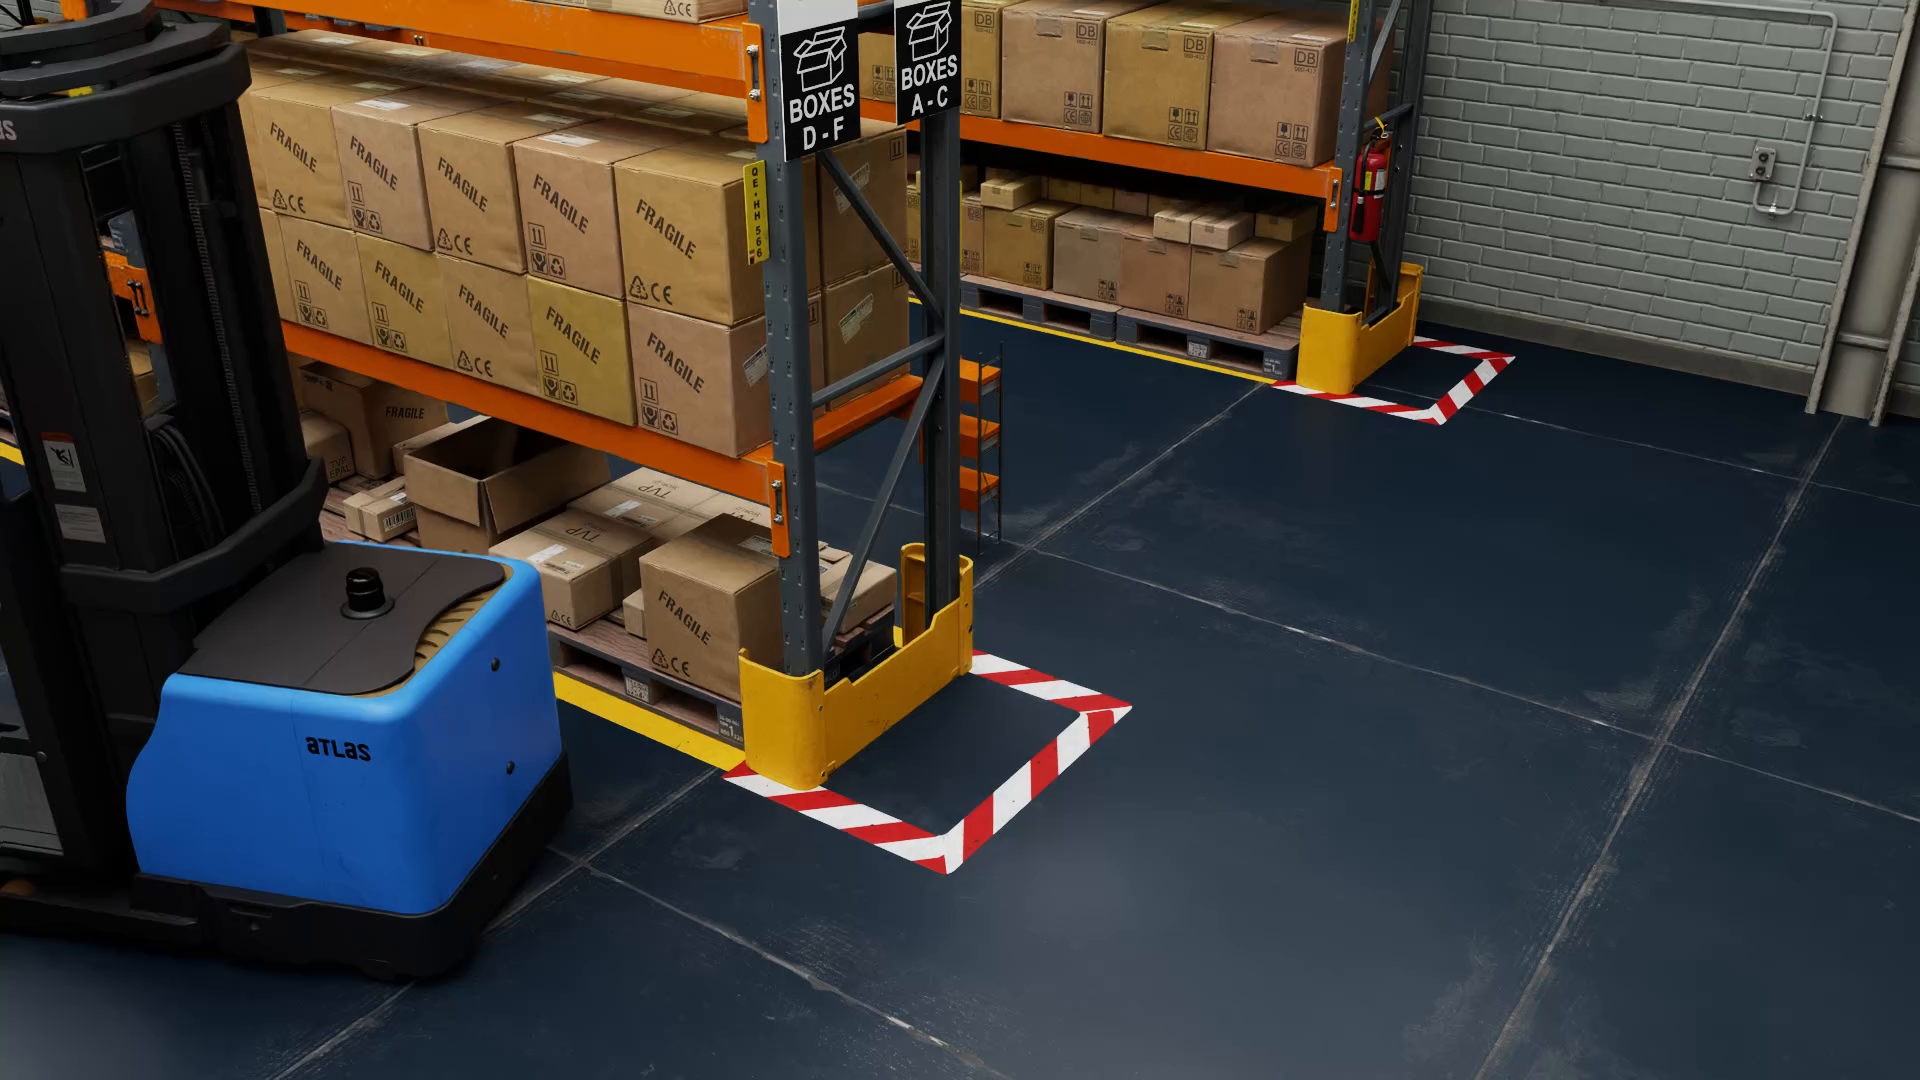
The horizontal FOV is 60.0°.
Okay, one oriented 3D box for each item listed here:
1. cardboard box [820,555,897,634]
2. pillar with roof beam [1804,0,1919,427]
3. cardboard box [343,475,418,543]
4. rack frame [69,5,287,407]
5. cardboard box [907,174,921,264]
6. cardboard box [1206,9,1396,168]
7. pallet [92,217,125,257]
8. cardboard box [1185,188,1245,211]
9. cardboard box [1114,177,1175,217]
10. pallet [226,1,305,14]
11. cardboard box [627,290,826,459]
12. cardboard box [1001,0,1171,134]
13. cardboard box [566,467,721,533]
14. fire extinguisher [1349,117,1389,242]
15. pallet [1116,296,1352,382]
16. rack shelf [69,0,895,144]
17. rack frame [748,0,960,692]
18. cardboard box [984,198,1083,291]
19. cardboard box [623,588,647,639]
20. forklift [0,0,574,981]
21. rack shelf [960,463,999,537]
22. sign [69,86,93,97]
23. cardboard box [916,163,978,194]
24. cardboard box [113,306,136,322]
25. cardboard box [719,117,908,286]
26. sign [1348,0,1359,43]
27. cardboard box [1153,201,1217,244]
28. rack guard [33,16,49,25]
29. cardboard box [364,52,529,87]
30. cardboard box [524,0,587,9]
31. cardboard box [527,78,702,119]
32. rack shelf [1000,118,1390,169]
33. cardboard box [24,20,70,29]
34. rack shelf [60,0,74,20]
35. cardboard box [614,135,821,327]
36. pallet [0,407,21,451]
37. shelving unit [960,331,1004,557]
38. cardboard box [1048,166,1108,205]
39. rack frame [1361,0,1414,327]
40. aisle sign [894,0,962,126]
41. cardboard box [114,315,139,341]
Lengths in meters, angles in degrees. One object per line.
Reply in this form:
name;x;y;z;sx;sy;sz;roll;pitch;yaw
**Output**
cardboard box;-0.481;0.230;7.149;0.250;0.149;0.380;17;32;30
pillar with roof beam;2.749;-3.155;4.529;0.400;9.000;9.100;17;32;30
cardboard box;-2.685;-0.162;7.899;0.250;0.166;0.380;17;32;30
rack frame;-3.627;-1.635;8.156;0.127;3.000;1.000;17;32;30
cardboard box;-0.267;-2.331;11.816;0.500;0.500;0.700;18;32;31
cardboard box;2.045;-2.722;9.961;0.700;0.700;0.980;19;33;33
pallet;-4.224;-1.796;8.683;1.213;0.211;1.003;17;32;30
cardboard box;1.636;-2.138;10.722;0.250;0.149;0.380;17;32;30
cardboard box;1.220;-2.268;10.977;0.250;0.149;0.380;18;32;31
pallet;-5.778;-4.923;14.828;1.213;0.211;1.003;17;32;30
cardboard box;-0.853;-0.666;6.141;0.500;0.500;0.500;18;32;32
cardboard box;0.816;-3.104;10.711;0.700;0.700;0.980;16;31;28
cardboard box;-1.442;-0.081;7.649;0.500;0.250;0.500;17;32;30
fire extinguisher;2.334;-2.049;9.466;0.183;0.674;0.296;17;32;30
pallet;1.768;-1.394;10.757;1.213;0.211;1.003;17;32;30
rack shelf;-1.979;-2.138;6.630;4.000;0.370;1.077;17;32;30
rack frame;-0.330;-0.608;6.138;0.127;3.000;1.000;17;32;30
cardboard box;0.567;-2.068;11.300;0.500;0.500;0.700;18;32;31
cardboard box;-1.201;0.273;7.045;0.250;0.166;0.380;17;32;30
forklift;-3.005;-0.214;5.440;3.031;2.935;1.130;6;28;11
rack shelf;0.044;-0.197;8.116;0.240;0.259;0.215;17;32;30
sign;-3.939;-1.943;7.484;0.005;0.325;0.100;17;32;30
cardboard box;-0.088;-2.464;11.362;0.250;0.149;0.380;19;32;32
cardboard box;-4.334;-1.066;9.308;0.500;0.500;0.500;18;32;31
cardboard box;-0.547;-1.311;6.306;0.500;0.500;0.500;18;32;32
sign;2.153;-2.884;9.071;0.005;0.325;0.100;17;32;30
cardboard box;1.418;-1.996;10.443;0.250;0.149;0.380;18;32;32
rack guard;-10.655;-5.436;18.381;0.348;0.500;1.175;17;32;30
cardboard box;-2.225;-1.833;7.331;0.500;0.500;0.500;18;32;31
cardboard box;-1.309;-2.044;5.818;0.500;0.250;0.500;17;32;30
cardboard box;-1.391;-1.573;6.820;0.500;0.500;0.500;18;32;31
rack shelf;0.823;-2.741;10.907;3.809;0.124;0.919;17;32;30
cardboard box;-9.152;-5.087;17.210;0.500;0.500;0.700;15;31;27
rack shelf;-5.276;-3.165;8.648;4.000;0.370;1.077;17;32;30
cardboard box;-0.853;-1.110;5.911;0.500;0.500;0.500;17;32;30
pallet;-5.329;-0.900;9.787;1.213;0.211;1.003;17;32;30
shelving unit;0.044;-0.454;7.985;0.252;1.050;0.215;17;32;30
cardboard box;0.800;-2.399;11.234;0.250;0.149;0.380;17;31;29
rack frame;2.469;-2.460;9.777;0.053;2.616;0.949;17;32;30
aisle sign;-0.108;-1.859;5.730;0.004;0.787;0.394;17;32;30
cardboard box;-4.599;-0.867;8.918;0.500;0.500;0.500;17;32;30
